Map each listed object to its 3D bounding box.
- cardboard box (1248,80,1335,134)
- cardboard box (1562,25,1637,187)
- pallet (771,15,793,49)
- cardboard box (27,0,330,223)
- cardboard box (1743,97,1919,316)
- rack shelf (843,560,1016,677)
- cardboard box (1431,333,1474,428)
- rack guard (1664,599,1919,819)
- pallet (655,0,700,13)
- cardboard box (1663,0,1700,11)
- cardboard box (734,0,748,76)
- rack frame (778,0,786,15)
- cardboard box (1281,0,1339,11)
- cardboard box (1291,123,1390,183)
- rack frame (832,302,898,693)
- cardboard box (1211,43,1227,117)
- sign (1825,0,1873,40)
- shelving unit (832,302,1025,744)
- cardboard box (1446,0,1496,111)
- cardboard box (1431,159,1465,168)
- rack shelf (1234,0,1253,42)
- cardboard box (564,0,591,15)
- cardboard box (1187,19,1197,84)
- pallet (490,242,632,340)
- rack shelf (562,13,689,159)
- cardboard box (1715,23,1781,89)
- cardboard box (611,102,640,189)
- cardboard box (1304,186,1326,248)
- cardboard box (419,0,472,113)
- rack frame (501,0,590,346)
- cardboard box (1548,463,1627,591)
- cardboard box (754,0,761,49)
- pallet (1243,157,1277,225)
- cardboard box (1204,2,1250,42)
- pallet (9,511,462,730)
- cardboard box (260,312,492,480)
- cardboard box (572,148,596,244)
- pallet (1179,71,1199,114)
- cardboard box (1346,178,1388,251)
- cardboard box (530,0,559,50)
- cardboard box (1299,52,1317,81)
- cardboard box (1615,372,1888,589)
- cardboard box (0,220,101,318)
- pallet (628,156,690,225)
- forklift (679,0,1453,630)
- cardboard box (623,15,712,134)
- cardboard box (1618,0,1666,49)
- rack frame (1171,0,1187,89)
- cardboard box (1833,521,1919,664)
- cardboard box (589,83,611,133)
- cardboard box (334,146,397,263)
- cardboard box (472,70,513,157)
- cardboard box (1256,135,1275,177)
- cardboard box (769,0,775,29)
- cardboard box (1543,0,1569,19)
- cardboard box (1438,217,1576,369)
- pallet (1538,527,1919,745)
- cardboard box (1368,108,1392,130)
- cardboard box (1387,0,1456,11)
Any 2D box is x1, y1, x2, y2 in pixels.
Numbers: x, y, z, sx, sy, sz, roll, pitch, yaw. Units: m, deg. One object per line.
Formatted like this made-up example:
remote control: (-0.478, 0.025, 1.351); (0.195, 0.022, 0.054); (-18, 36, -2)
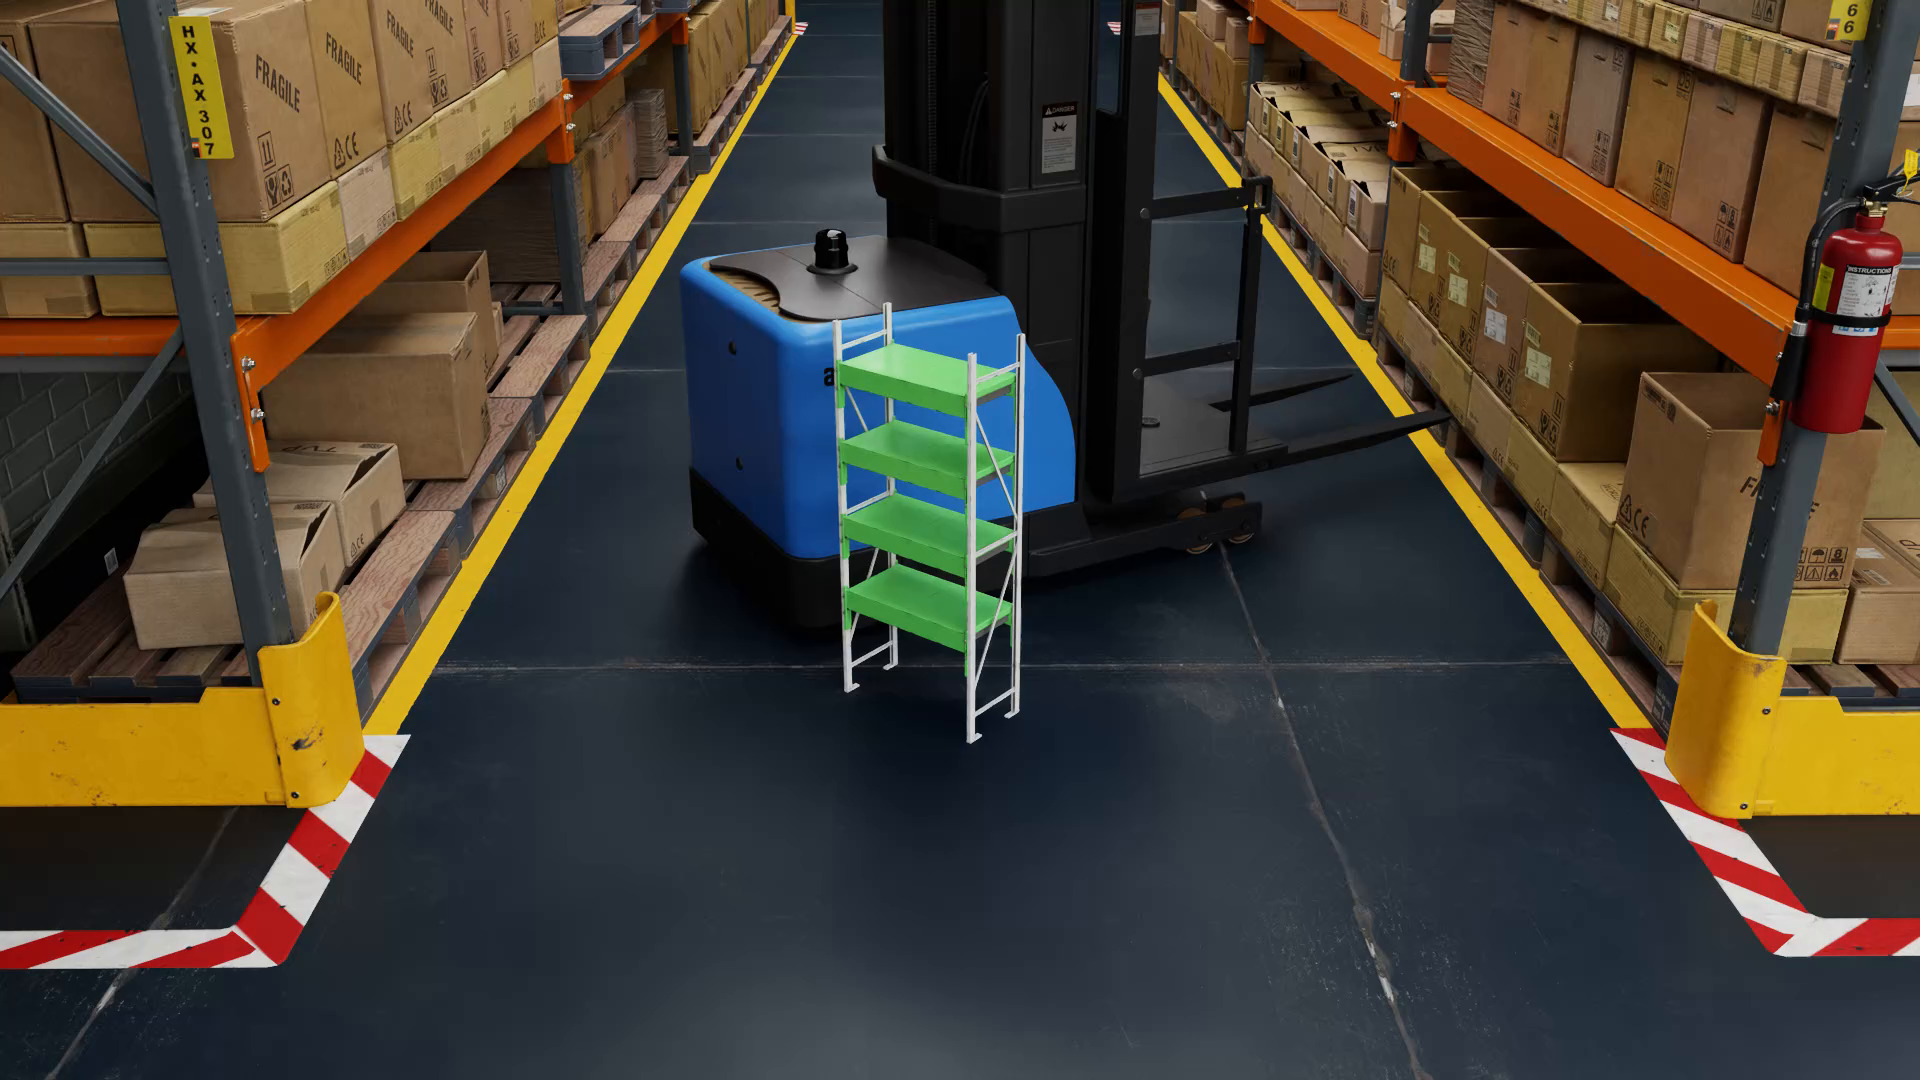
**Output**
cardboard box: (2.253, -2.959, 11.300); (0.500, 0.311, 0.500); (1, 24, 1)
cardboard box: (2.616, -1.562, 5.942); (0.700, 0.500, 0.500); (0, 24, 1)
pallet: (-2.413, -5.655, 18.499); (1.003, 0.211, 1.213); (0, 24, -1)
cardboard box: (-2.030, -1.143, 4.384); (0.500, 0.500, 0.500); (0, 24, 0)
cardboard box: (2.636, -0.924, 4.532); (0.700, 0.500, 0.500); (0, 24, -1)
rack shelf: (-0.091, 0.230, 5.024); (0.480, 0.148, 0.258); (18, 30, 35)
cardboard box: (2.287, -0.668, 6.915); (0.500, 0.250, 0.500); (0, 24, -1)
rack guard: (2.628, 0.463, 4.620); (1.175, 0.500, 0.348); (0, 24, -1)
pallet: (-2.298, -3.578, 10.754); (1.213, 0.211, 1.003); (0, 24, -1)
cardboard box: (2.618, -1.961, 5.251); (0.700, 0.500, 0.500); (0, 24, 0)
cardboard box: (-2.319, -4.552, 14.773); (0.750, 0.750, 0.750); (0, 24, 0)
rack frame: (-2.500, -7.255, 18.652); (1.000, 3.000, 0.127); (0, 24, -1)
cardboard box: (2.357, -3.572, 10.617); (0.500, 0.311, 0.500); (-1, 24, -1)
cardboard box: (2.276, -2.321, 9.888); (0.500, 0.311, 0.500); (-1, 24, -1)
rack frame: (-0.281, -0.110, 5.037); (0.015, 1.200, 0.240); (18, 30, 35)
cardboard box: (2.291, -3.642, 13.161); (0.500, 0.500, 0.500); (-1, 24, -2)
sign: (2.085, -1.325, 3.847); (0.100, 0.325, 0.005); (0, 24, -1)
shelving unit: (-0.091, -0.047, 4.899); (0.503, 1.200, 0.258); (18, 30, 35)
cardboard box: (2.596, -2.197, 7.346); (0.700, 0.500, 0.500); (-1, 24, -2)
cardboard box: (2.829, -1.906, 8.971); (0.500, 0.311, 0.500); (-1, 24, -1)
rack shelf: (2.519, -4.479, 13.386); (1.077, 0.370, 4.000); (0, 24, -1)
cardboard box: (-2.339, -2.997, 8.581); (0.700, 0.500, 0.500); (2, 24, 5)
cardboard box: (2.276, -4.272, 14.555); (0.500, 0.500, 0.500); (0, 24, 0)
pallet: (-2.379, -1.361, 9.002); (1.003, 0.211, 1.213); (0, 24, -1)
rack shelf: (-2.391, -2.807, 9.689); (1.077, 0.370, 4.000); (0, 24, -1)
cardboard box: (2.426, -1.397, 4.790); (0.380, 0.149, 0.250); (-1, 24, -1)
cardboard box: (-2.463, -2.511, 10.661); (0.700, 0.500, 0.500); (0, 24, -1)
cardboard box: (2.280, -1.862, 9.553); (0.500, 0.250, 0.500); (0, 24, 1)
cardboard box: (-2.042, -1.772, 5.776); (0.500, 0.500, 0.500); (0, 24, 1)
rack frame: (-2.369, -2.310, 7.719); (1.000, 3.000, 0.127); (0, 24, -1)
cardboard box: (2.309, -0.050, 5.548); (0.500, 0.250, 0.500); (0, 24, -1)
cardboard box: (-2.364, -5.175, 16.576); (0.700, 0.500, 0.500); (0, 24, -1)
pallet: (2.511, -2.373, 11.240); (1.003, 0.211, 1.213); (0, 24, -1)
cardboard box: (2.276, -4.215, 13.519); (0.500, 0.250, 0.500); (-1, 24, -2)
pallet: (-2.300, 0.242, 5.459); (1.003, 0.211, 1.213); (0, 24, -1)
cardboard box: (-2.207, -0.547, 6.318); (0.700, 0.500, 0.500); (-2, 24, -4)
cardboard box: (-2.449, -1.888, 9.284); (0.700, 0.500, 0.500); (-1, 24, -2)
pallet: (2.544, -4.025, 14.894); (1.003, 0.211, 1.213); (0, 24, -1)
cardboard box: (2.293, -1.694, 8.502); (0.500, 0.311, 0.500); (0, 24, -1)
cardboard box: (-2.055, -2.399, 7.163); (0.500, 0.500, 0.500); (0, 24, -1)
cardboard box: (2.810, -3.449, 12.734); (0.500, 0.500, 0.500); (-1, 24, -2)
cardboard box: (2.325, -0.186, 4.938); (0.500, 0.500, 0.500); (0, 24, -1)
cardboard box: (-2.524, -0.795, 4.525); (0.500, 0.250, 0.500); (0, 24, 0)
pallet: (-2.406, -2.366, 11.226); (1.003, 0.211, 1.213); (0, 24, -1)
forklift: (0.546, -1.461, 5.923); (3.031, 2.935, 1.130); (-13, 27, -26)
cardboard box: (-2.289, -3.474, 12.391); (0.750, 0.750, 0.750); (-1, 24, -1)
cardboard box: (2.418, -1.717, 5.498); (0.380, 0.149, 0.250); (0, 24, 1)
rack frame: (2.497, -5.631, 15.060); (1.000, 3.000, 0.127); (0, 24, -1)
cardboard box: (2.845, 0.154, 5.098); (0.500, 0.250, 0.500); (0, 24, -1)
cardboard box: (-2.398, -2.618, 9.989); (0.500, 0.250, 0.500); (0, 24, -1)
cardboard box: (-2.033, -1.019, 5.022); (0.500, 0.250, 0.500); (-1, 24, -2)
cardboard box: (-2.043, -1.645, 6.405); (0.500, 0.250, 0.500); (0, 24, -1)
cardboard box: (2.259, -2.497, 10.958); (0.500, 0.250, 0.500); (-1, 24, -2)
cardboard box: (-2.387, -5.813, 17.988); (0.700, 0.500, 0.500); (0, 24, -1)
cardboard box: (2.412, -2.033, 6.196); (0.380, 0.149, 0.250); (-1, 24, -2)
cardboard box: (2.287, -1.010, 6.760); (0.500, 0.500, 0.500); (0, 24, -1)
pallet: (2.578, 0.270, 5.398); (1.003, 0.211, 1.213); (0, 24, -1)
cardboard box: (2.808, -2.540, 10.372); (0.500, 0.311, 0.500); (0, 24, -1)
cardboard box: (2.587, -2.913, 8.930); (0.500, 0.500, 0.500); (1, 24, 3)
